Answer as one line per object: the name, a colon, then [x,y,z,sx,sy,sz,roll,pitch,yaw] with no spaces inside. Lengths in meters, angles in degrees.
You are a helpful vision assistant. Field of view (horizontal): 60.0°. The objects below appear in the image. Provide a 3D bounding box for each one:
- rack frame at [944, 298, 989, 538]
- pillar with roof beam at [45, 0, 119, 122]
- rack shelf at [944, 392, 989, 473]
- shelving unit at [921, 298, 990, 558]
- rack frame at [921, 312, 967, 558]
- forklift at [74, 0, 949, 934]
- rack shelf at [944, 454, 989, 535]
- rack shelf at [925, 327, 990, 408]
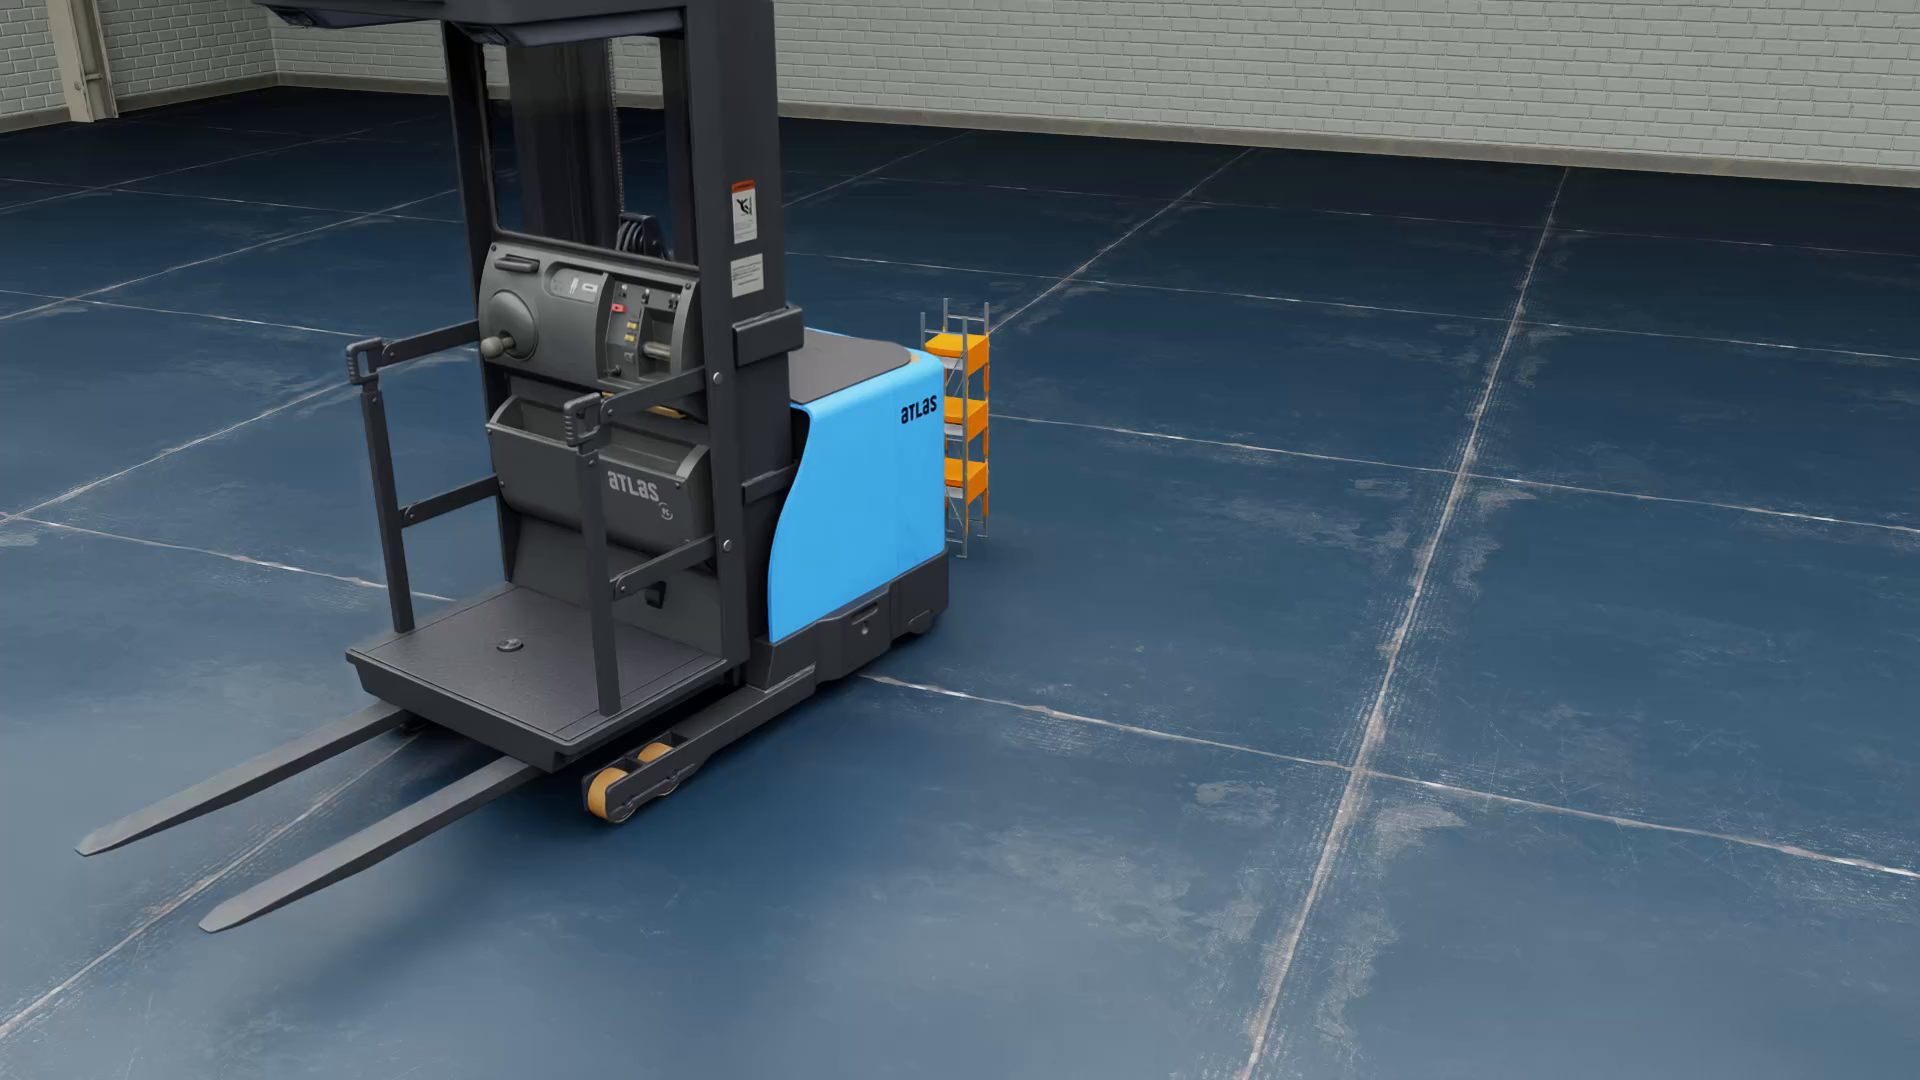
rack frame: [0.025,-0.509,7.106,0.200,1.050,0.008,9,24,20]
pillar with roof beam: [-5.585,-8.197,15.198,9.100,9.000,0.400,9,24,20]
rack shelf: [-0.020,-0.456,7.006,0.215,0.259,0.240,9,24,20]
shelving unit: [-0.020,-0.465,7.002,0.215,1.050,0.252,9,24,20]
rack frame: [-0.065,-0.422,6.897,0.200,1.050,0.008,9,24,20]
forklift: [-1.311,-0.689,5.096,1.130,2.935,3.031,15,27,33]
rack shelf: [-0.020,-0.199,7.113,0.215,0.259,0.240,9,24,20]
rack shelf: [-0.020,-0.717,6.897,0.215,0.259,0.240,9,24,20]
